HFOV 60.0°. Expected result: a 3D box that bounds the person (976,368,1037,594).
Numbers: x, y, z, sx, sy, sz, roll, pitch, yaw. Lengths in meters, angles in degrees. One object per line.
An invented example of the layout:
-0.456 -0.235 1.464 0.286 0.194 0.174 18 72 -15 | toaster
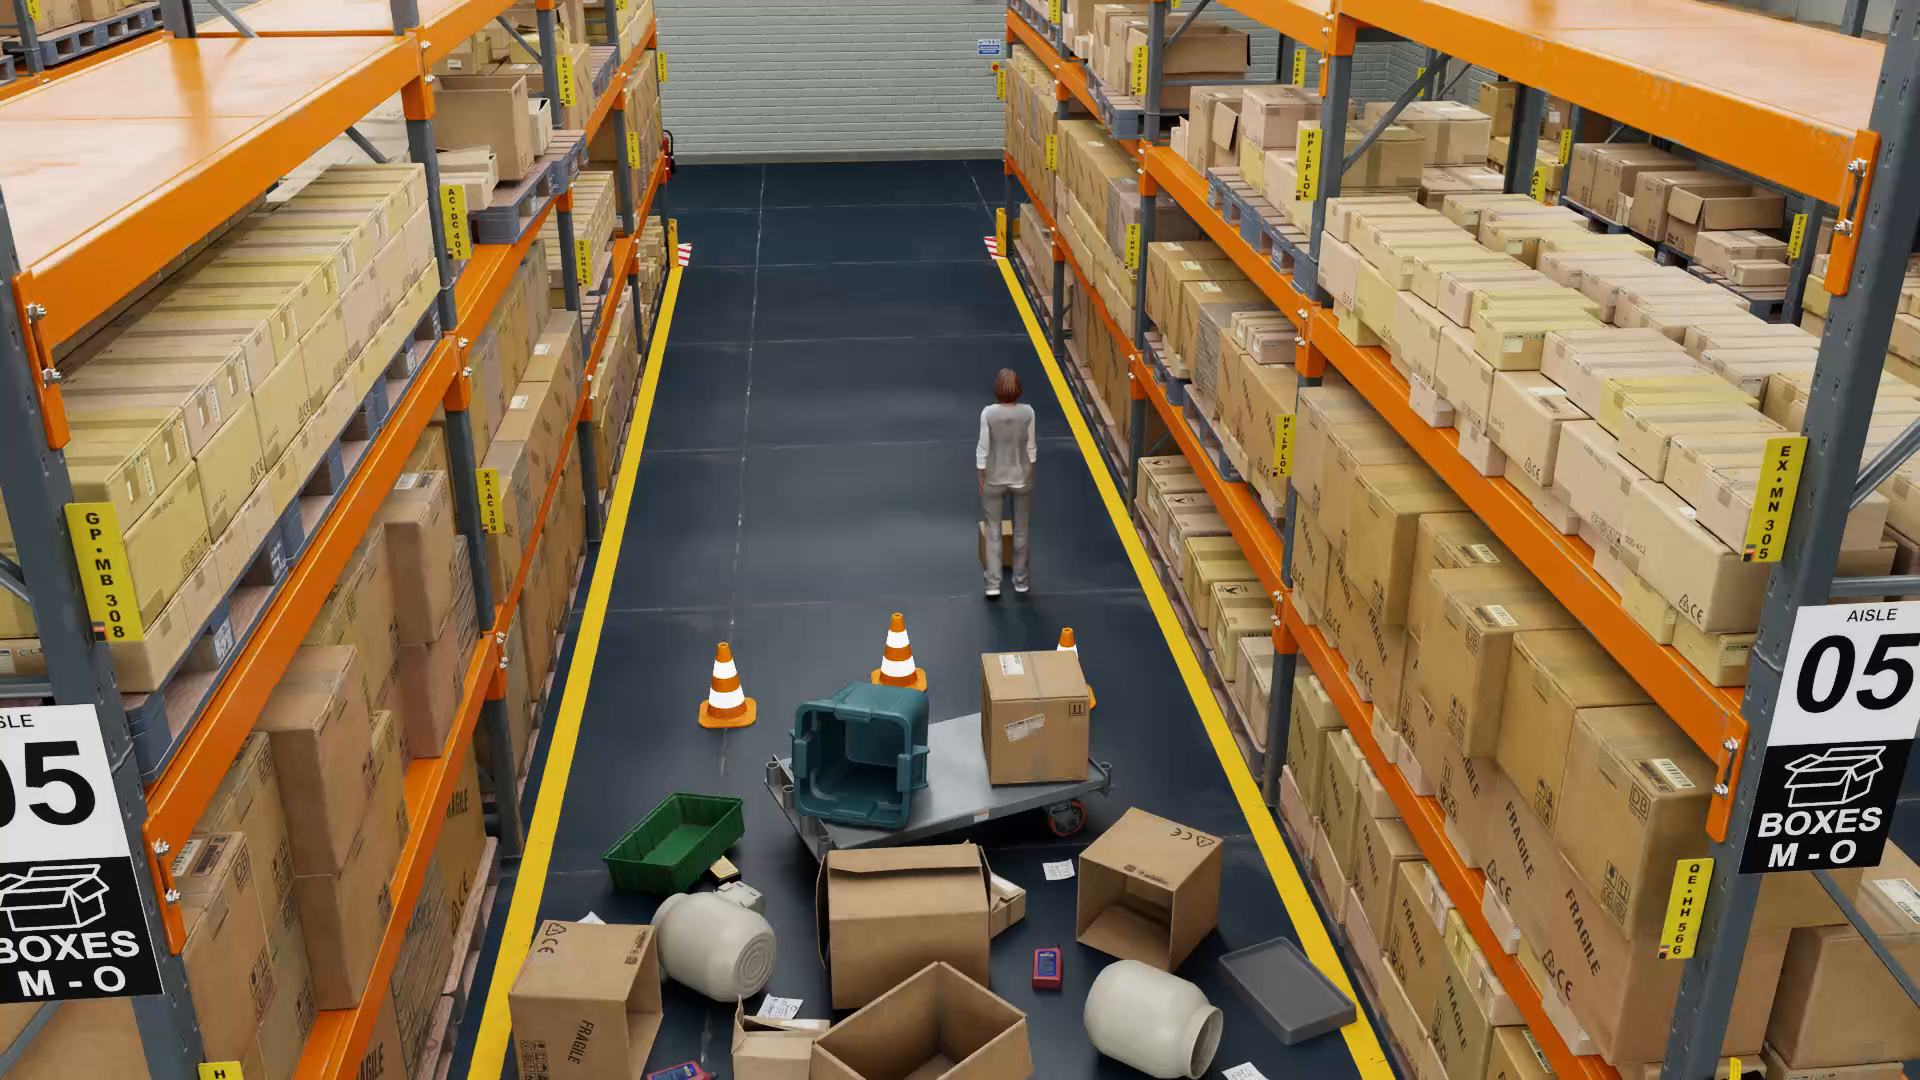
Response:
0.308 -0.375 11.190 0.407 1.634 0.341 -2 24 -4 | person
